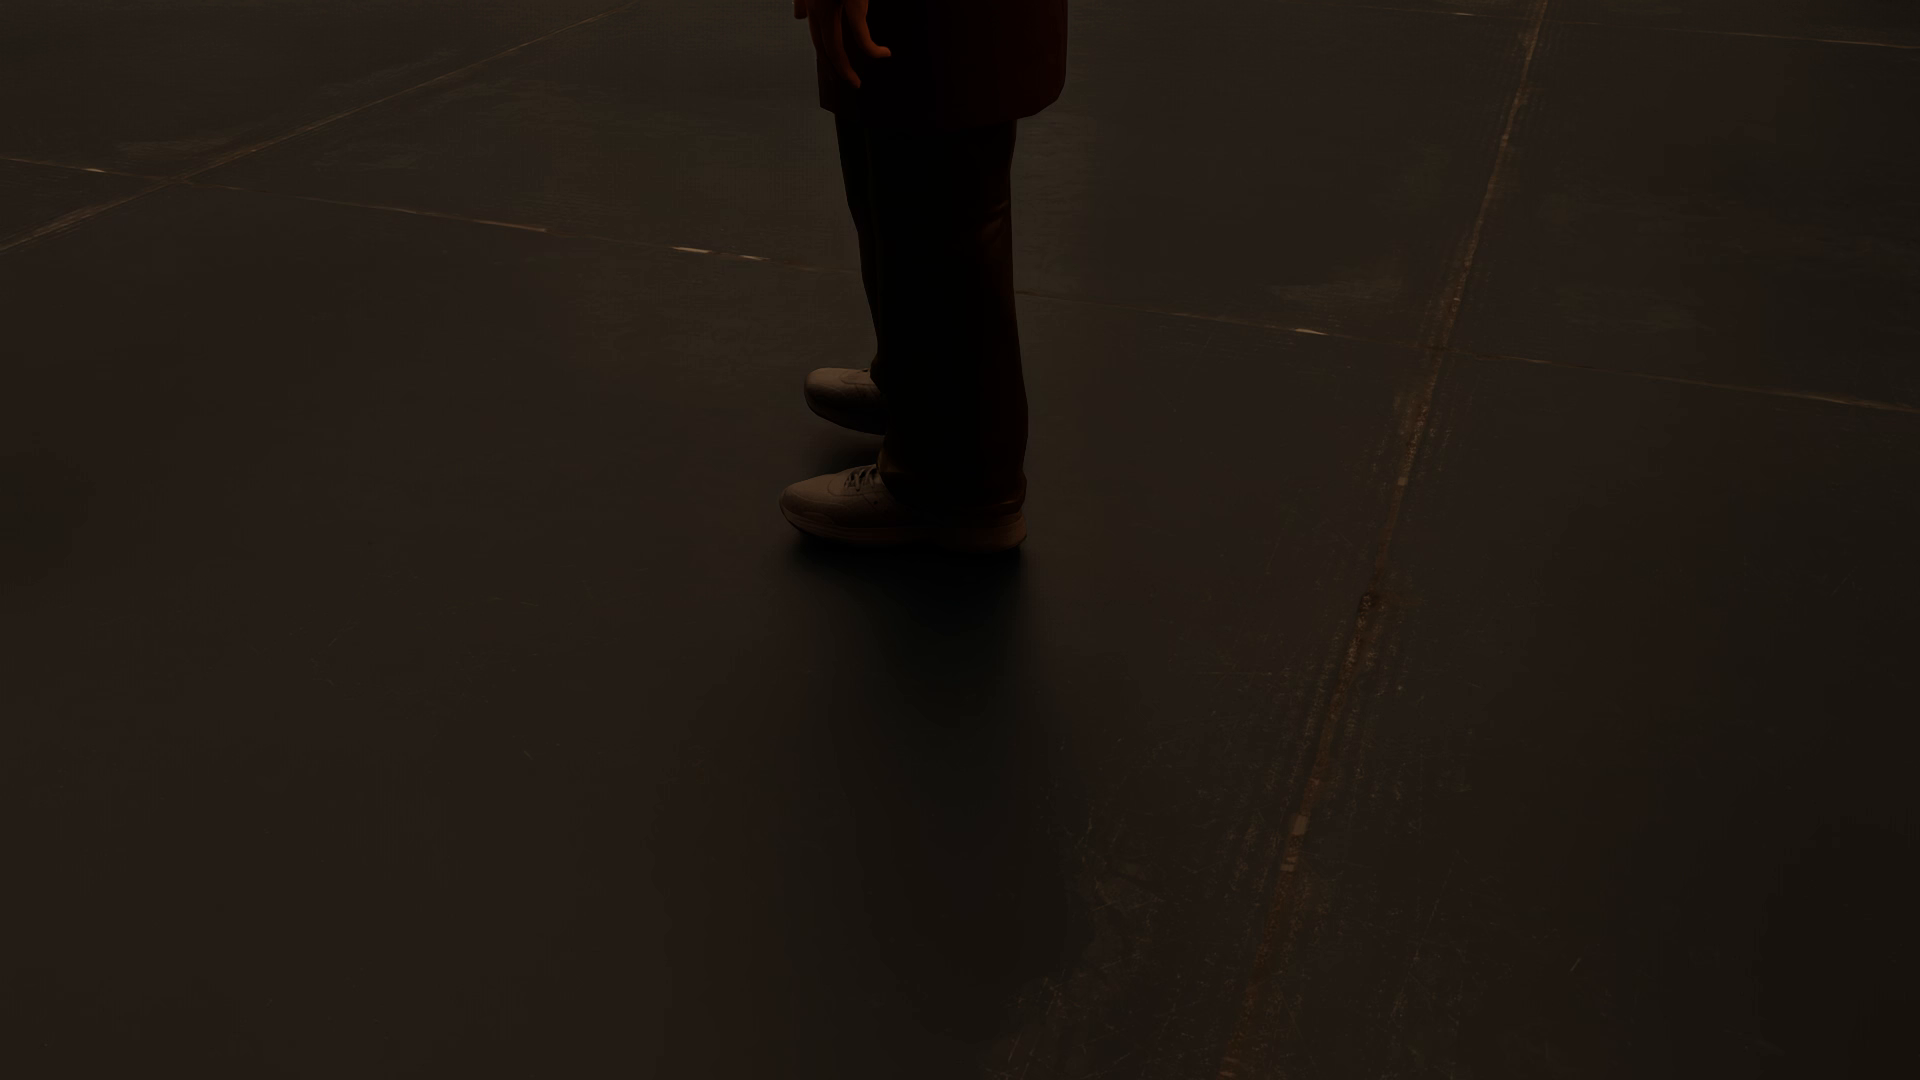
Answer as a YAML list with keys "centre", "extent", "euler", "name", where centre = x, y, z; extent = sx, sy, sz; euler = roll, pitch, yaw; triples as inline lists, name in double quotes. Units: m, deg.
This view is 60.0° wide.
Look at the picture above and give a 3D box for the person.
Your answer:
- centre: [-0.084, -0.798, 2.090]
  extent: [0.583, 1.775, 0.696]
  euler: [10, 31, 18]
  name: "person"
